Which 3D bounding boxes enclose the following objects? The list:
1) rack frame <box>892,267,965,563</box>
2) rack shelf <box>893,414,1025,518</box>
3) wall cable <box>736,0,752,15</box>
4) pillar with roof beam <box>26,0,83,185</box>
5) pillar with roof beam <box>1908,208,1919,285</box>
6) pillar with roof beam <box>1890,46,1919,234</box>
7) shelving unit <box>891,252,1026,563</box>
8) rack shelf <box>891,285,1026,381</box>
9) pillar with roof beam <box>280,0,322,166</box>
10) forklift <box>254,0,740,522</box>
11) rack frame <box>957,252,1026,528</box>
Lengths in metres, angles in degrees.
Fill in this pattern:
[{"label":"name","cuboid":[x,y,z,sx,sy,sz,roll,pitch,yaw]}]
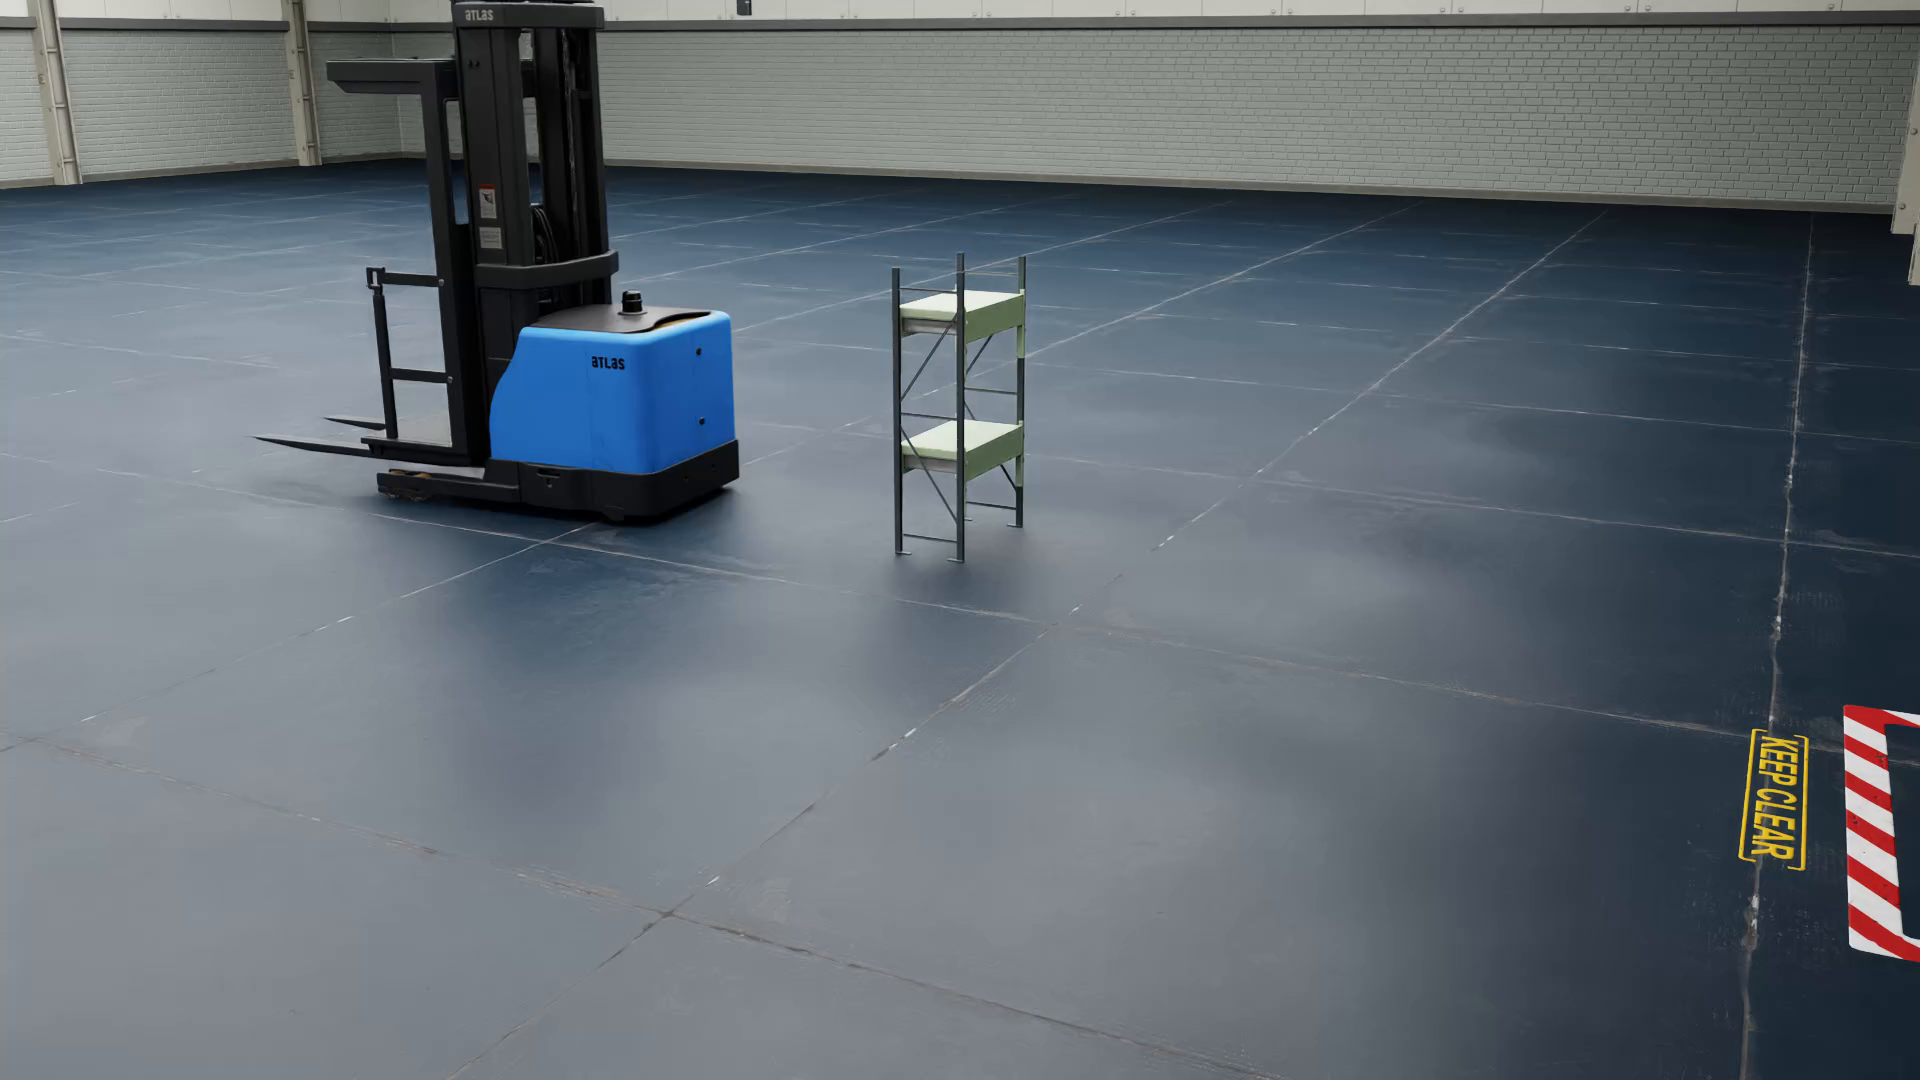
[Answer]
[{"label":"rack frame","cuboid":[-0.161,-0.627,8.503,0.400,1.500,0.023,8,18,25]},{"label":"rack shelf","cuboid":[0.003,-0.408,8.909,0.431,0.370,0.720,8,18,25]},{"label":"wall cable","cuboid":[-3.629,-13.746,33.526,2.305,6.003,0.169,8,18,25]},{"label":"pillar with roof beam","cuboid":[-13.444,-10.669,29.140,9.100,9.000,0.400,8,18,25]},{"label":"pillar with roof beam","cuboid":[7.033,-7.757,19.336,9.100,9.000,0.400,8,18,25]},{"label":"pillar with roof beam","cuboid":[9.714,-9.285,24.481,9.100,9.000,0.400,8,18,25]},{"label":"shelving unit","cuboid":[0.003,-0.721,8.817,0.431,1.500,0.755,8,18,25]},{"label":"rack shelf","cuboid":[0.003,-1.095,8.705,0.431,0.370,0.720,8,18,25]},{"label":"pillar with roof beam","cuboid":[-10.763,-12.197,34.286,9.100,9.000,0.400,8,18,25]},{"label":"forklift","cuboid":[-2.900,-1.759,9.800,3.031,2.935,1.130,7,18,22]},{"label":"rack frame","cuboid":[0.167,-0.814,9.130,0.400,1.500,0.023,8,18,25]}]
